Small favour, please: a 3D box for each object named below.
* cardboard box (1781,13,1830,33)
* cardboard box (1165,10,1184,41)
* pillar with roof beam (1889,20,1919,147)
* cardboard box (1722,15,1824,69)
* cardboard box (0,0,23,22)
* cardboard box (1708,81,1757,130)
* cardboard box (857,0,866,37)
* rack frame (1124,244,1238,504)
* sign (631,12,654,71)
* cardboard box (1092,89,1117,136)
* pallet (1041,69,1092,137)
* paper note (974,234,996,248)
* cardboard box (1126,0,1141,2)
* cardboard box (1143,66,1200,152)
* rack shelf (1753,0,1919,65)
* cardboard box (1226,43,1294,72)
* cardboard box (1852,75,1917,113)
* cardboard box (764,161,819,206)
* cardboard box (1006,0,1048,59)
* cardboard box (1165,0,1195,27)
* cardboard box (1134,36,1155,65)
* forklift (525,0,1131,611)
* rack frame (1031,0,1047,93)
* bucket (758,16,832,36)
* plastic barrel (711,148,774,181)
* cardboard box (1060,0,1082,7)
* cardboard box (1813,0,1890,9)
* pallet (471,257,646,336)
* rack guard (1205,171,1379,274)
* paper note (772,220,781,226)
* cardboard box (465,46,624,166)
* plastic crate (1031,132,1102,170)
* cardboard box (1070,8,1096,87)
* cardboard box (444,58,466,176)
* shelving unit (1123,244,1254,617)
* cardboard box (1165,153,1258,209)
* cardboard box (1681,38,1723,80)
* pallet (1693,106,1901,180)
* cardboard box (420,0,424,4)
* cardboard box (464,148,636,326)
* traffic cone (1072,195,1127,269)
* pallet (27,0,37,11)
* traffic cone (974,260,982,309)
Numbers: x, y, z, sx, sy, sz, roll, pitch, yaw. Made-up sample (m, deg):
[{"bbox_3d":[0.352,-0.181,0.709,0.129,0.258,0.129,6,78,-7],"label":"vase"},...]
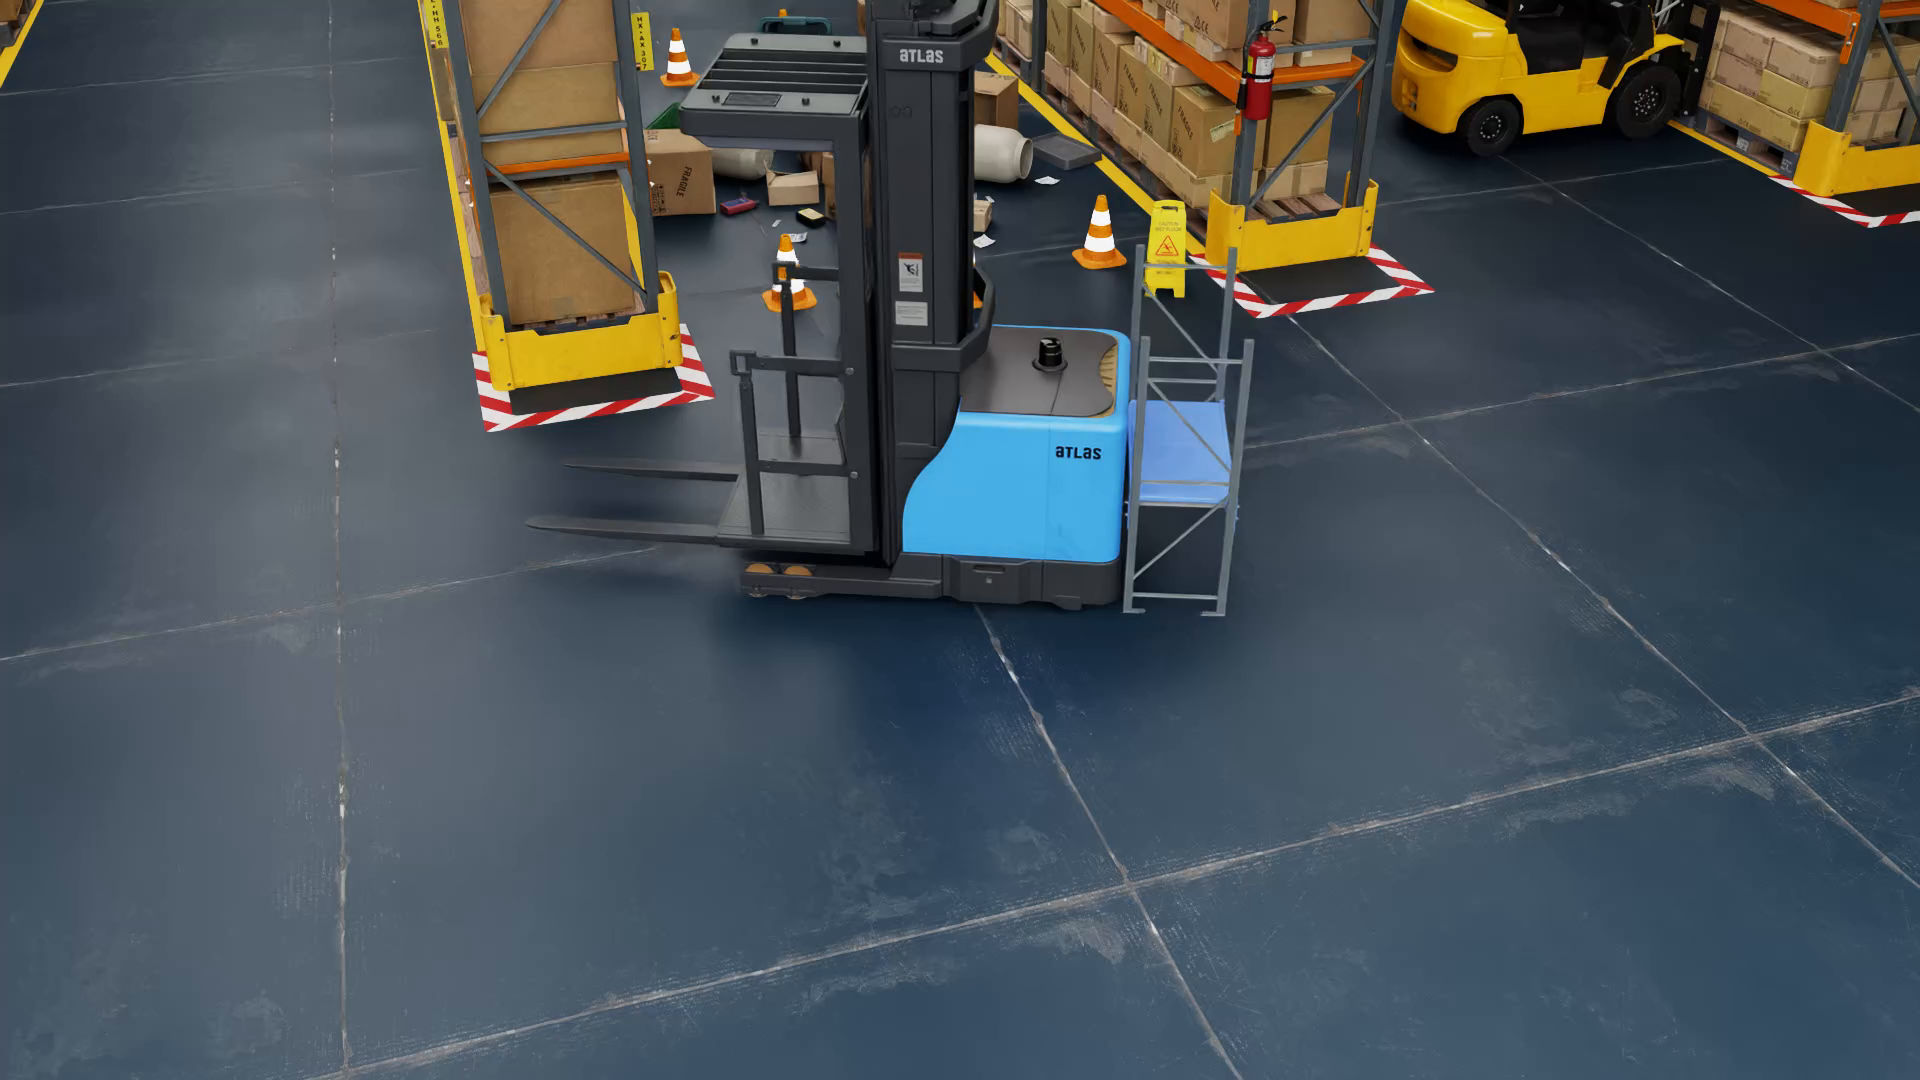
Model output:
[{"bbox_3d":[6.950,-4.062,13.383,0.500,0.250,0.500,-10,35,-15],"label":"cardboard box"},{"bbox_3d":[1.680,-3.673,11.815,0.380,0.149,0.250,-9,35,-14],"label":"cardboard box"},{"bbox_3d":[3.618,-6.367,10.223,9.100,9.000,0.400,-10,35,-15],"label":"pillar with roof beam"},{"bbox_3d":[6.473,-3.973,13.247,0.500,0.250,0.500,-9,35,-14],"label":"cardboard box"},{"bbox_3d":[-9.723,-5.423,15.782,1.225,0.875,0.875,-12,35,-17],"label":"cardboard box"},{"bbox_3d":[6.485,-3.555,13.523,0.500,0.250,0.500,-10,35,-15],"label":"cardboard box"},{"bbox_3d":[-0.560,-4.292,14.106,0.500,0.500,0.500,-10,35,-15],"label":"cardboard box"},{"bbox_3d":[1.122,-0.824,8.637,0.500,1.500,0.032,2,34,3],"label":"rack frame"},{"bbox_3d":[-1.807,-2.833,9.460,0.100,0.325,0.005,-10,35,-15],"label":"sign"},{"bbox_3d":[1.387,-3.451,13.365,0.500,0.250,0.500,-10,35,-15],"label":"cardboard box"},{"bbox_3d":[1.364,-3.824,14.346,1.003,0.211,1.213,-10,35,-15],"label":"pallet"},{"bbox_3d":[0.162,-2.157,11.987,0.148,0.019,0.142,-23,40,-31],"label":"paper note"},{"bbox_3d":[1.401,-4.210,12.628,0.380,0.149,0.250,-10,35,-15],"label":"cardboard box"},{"bbox_3d":[1.691,-3.225,12.343,0.500,0.500,0.500,-9,34,-13],"label":"cardboard box"},{"bbox_3d":[6.462,-4.821,13.977,1.077,0.370,4.000,-10,35,-15],"label":"rack shelf"},{"bbox_3d":[2.028,-3.290,11.236,0.380,0.149,0.250,-9,34,-13],"label":"cardboard box"},{"bbox_3d":[7.126,-3.589,13.121,0.500,0.250,0.500,-9,35,-14],"label":"cardboard box"},{"bbox_3d":[-1.279,-2.716,12.619,0.396,0.266,0.258,-4,34,-6],"label":"cardboard box"},{"bbox_3d":[0.964,-4.688,15.127,0.950,0.372,0.625,-10,35,-14],"label":"cardboard box"},{"bbox_3d":[1.770,-3.903,11.574,0.500,0.500,0.500,-10,35,-15],"label":"cardboard box"},{"bbox_3d":[1.525,-3.675,12.436,0.380,0.149,0.250,-9,34,-13],"label":"cardboard box"},{"bbox_3d":[-0.676,-1.212,7.925,3.031,2.935,1.130,3,34,5],"label":"forklift"},{"bbox_3d":[1.126,-5.334,14.102,1.000,3.000,0.127,-10,35,-15],"label":"rack frame"},{"bbox_3d":[-1.320,-4.034,13.724,0.726,0.611,0.620,1,23,2],"label":"bucket"},{"bbox_3d":[-1.750,-3.037,12.961,0.512,0.421,0.421,13,36,18],"label":"plastic barrel"},{"bbox_3d":[1.030,-4.515,13.707,0.380,0.149,0.250,-10,35,-14],"label":"cardboard box"},{"bbox_3d":[6.672,-4.327,12.487,0.500,0.500,0.500,-11,35,-16],"label":"cardboard box"},{"bbox_3d":[-2.656,-1.592,10.968,1.003,0.211,1.213,-10,35,-15],"label":"pallet"},{"bbox_3d":[2.323,-2.231,11.673,1.175,0.500,0.348,-10,35,-15],"label":"rack guard"},{"bbox_3d":[-1.356,-2.341,12.283,0.032,0.001,0.123,7,34,10],"label":"paper note"},{"bbox_3d":[-2.494,-2.599,9.826,0.875,0.550,0.550,-10,35,-15],"label":"cardboard box"},{"bbox_3d":[0.824,-3.154,13.451,0.402,0.080,0.583,-23,40,-31],"label":"plastic crate"},{"bbox_3d":[1.223,-4.041,13.578,0.500,0.500,0.500,-9,34,-13],"label":"cardboard box"},{"bbox_3d":[-3.432,-3.396,12.715,0.875,0.875,0.875,-9,35,-14],"label":"cardboard box"},{"bbox_3d":[1.088,-0.545,8.214,0.538,1.500,1.048,2,34,3],"label":"shelving unit"},{"bbox_3d":[1.836,-2.654,12.159,0.500,0.250,0.500,-10,35,-15],"label":"cardboard box"},{"bbox_3d":[6.306,-4.043,13.808,0.500,0.250,0.500,-11,35,-16],"label":"cardboard box"},{"bbox_3d":[6.799,-3.302,13.556,1.003,0.211,1.213,-10,35,-15],"label":"pallet"},{"bbox_3d":[-4.123,-4.504,14.504,1.050,0.750,0.750,-10,35,-15],"label":"cardboard box"},{"bbox_3d":[-2.607,-1.983,10.576,0.875,0.875,0.875,-10,35,-14],"label":"cardboard box"},{"bbox_3d":[0.986,-2.185,11.637,0.336,0.463,0.334,-10,35,-15],"label":"traffic cone"},{"bbox_3d":[-10.069,-5.671,17.140,1.003,0.211,1.213,-10,35,-15],"label":"pallet"},{"bbox_3d":[0.033,-1.820,11.084,0.336,0.463,0.334,-10,35,-15],"label":"traffic cone"}]
